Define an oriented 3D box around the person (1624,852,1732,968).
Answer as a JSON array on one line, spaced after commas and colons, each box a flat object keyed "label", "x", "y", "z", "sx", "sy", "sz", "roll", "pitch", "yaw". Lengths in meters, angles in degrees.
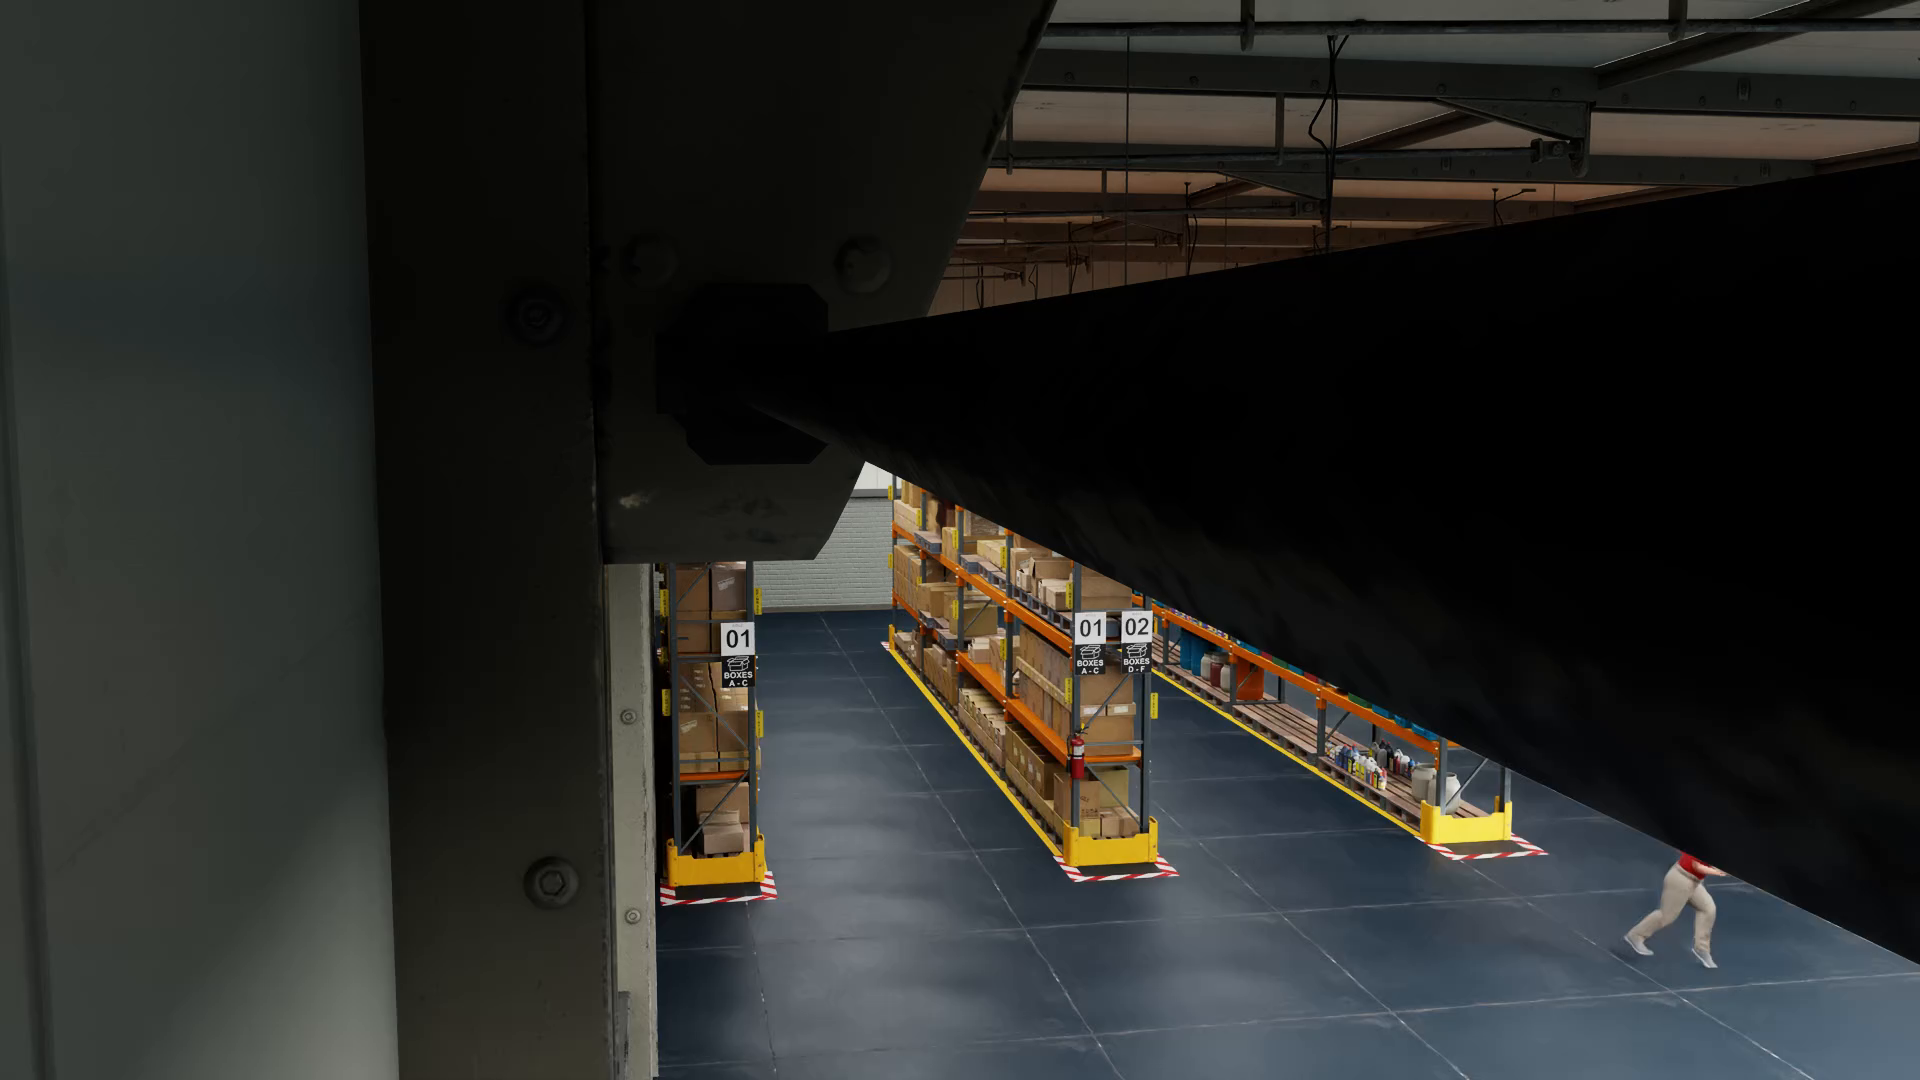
[{"label": "person", "x": 7.564, "y": 3.668, "z": 17.500, "sx": 1.013, "sy": 1.697, "sz": 0.707, "roll": 3, "pitch": 7, "yaw": 25}]
